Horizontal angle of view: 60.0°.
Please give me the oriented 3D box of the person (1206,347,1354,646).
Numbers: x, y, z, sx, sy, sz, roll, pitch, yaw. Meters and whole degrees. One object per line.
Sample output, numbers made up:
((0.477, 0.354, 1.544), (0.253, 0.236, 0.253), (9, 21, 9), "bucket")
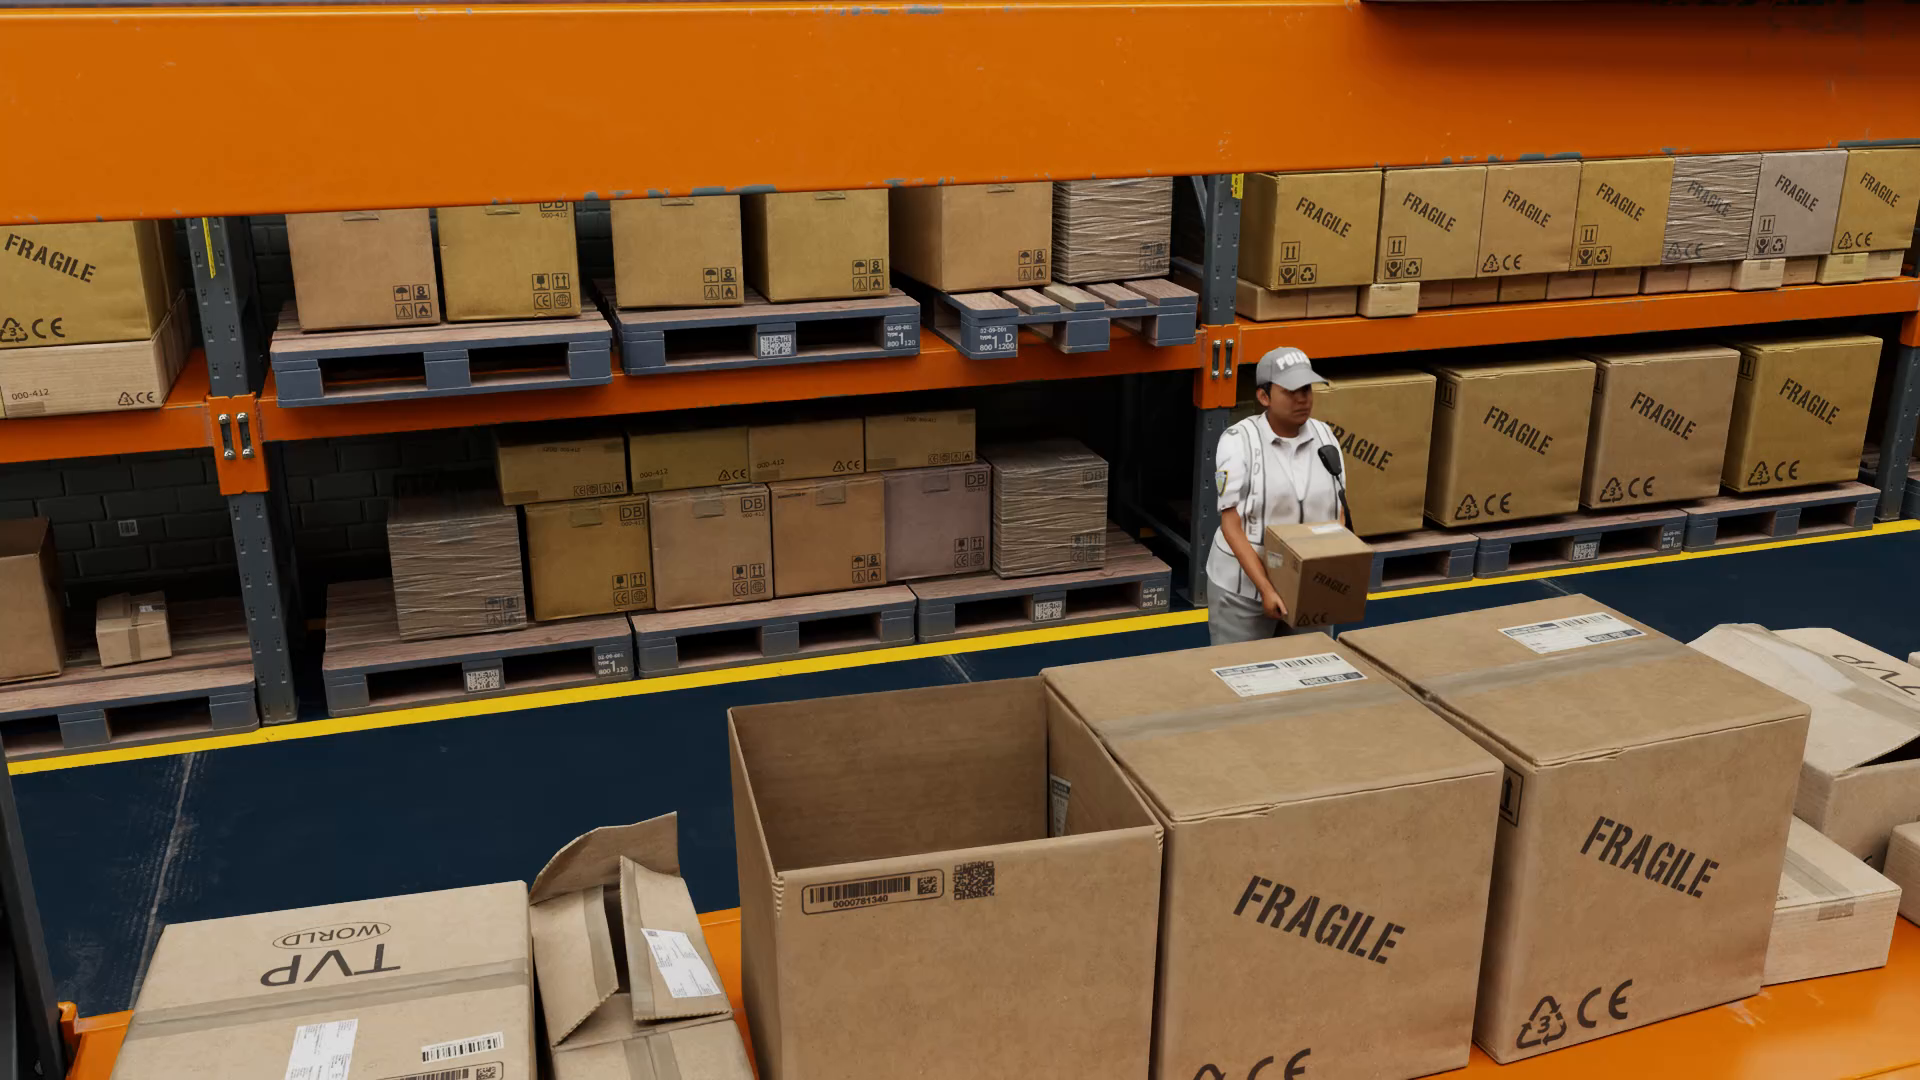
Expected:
((1.076, 0.201, 5.508), (0.453, 1.654, 0.541), (-6, 20, -16), "person")
